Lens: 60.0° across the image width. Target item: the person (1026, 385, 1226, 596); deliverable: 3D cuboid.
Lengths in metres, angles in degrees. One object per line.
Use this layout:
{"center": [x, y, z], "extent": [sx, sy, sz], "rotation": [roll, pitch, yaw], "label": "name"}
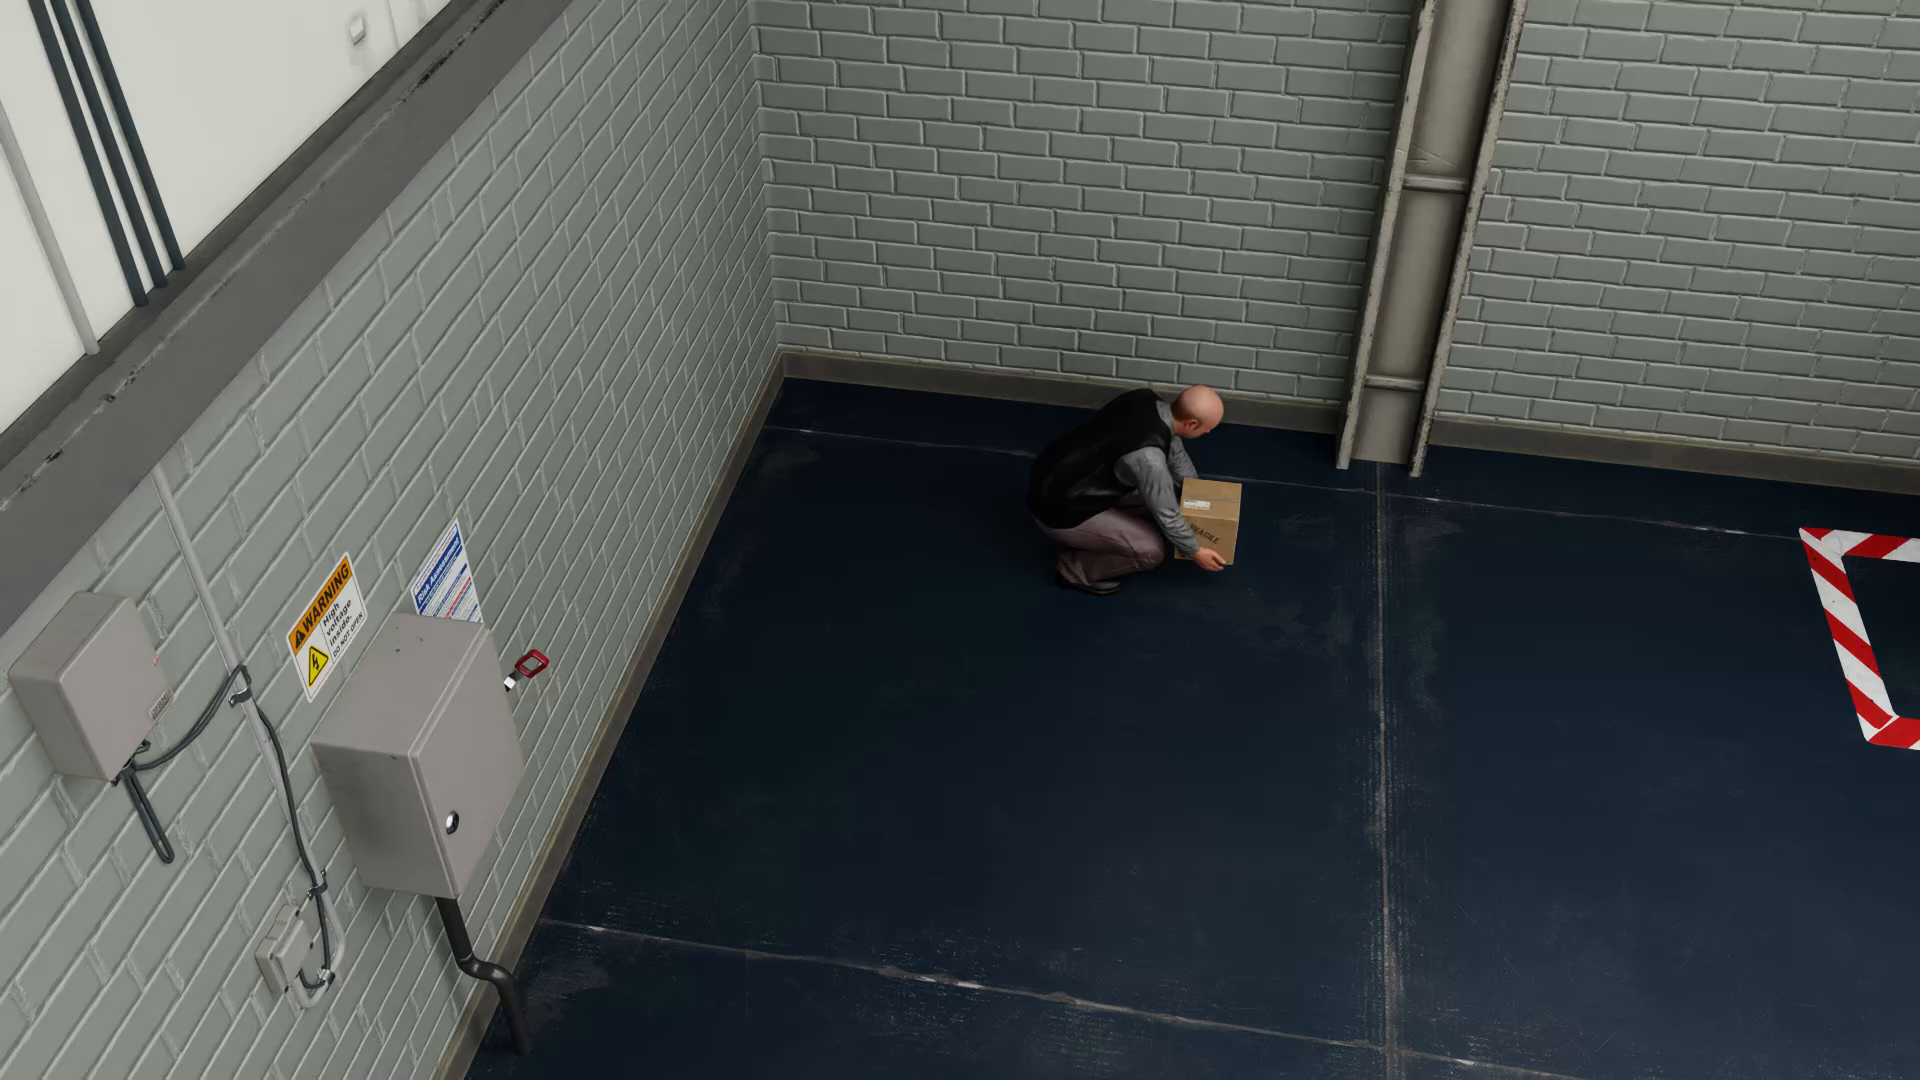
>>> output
{"center": [0.724, -0.242, 7.055], "extent": [0.869, 0.966, 0.530], "rotation": [7, 41, 8], "label": "person"}
